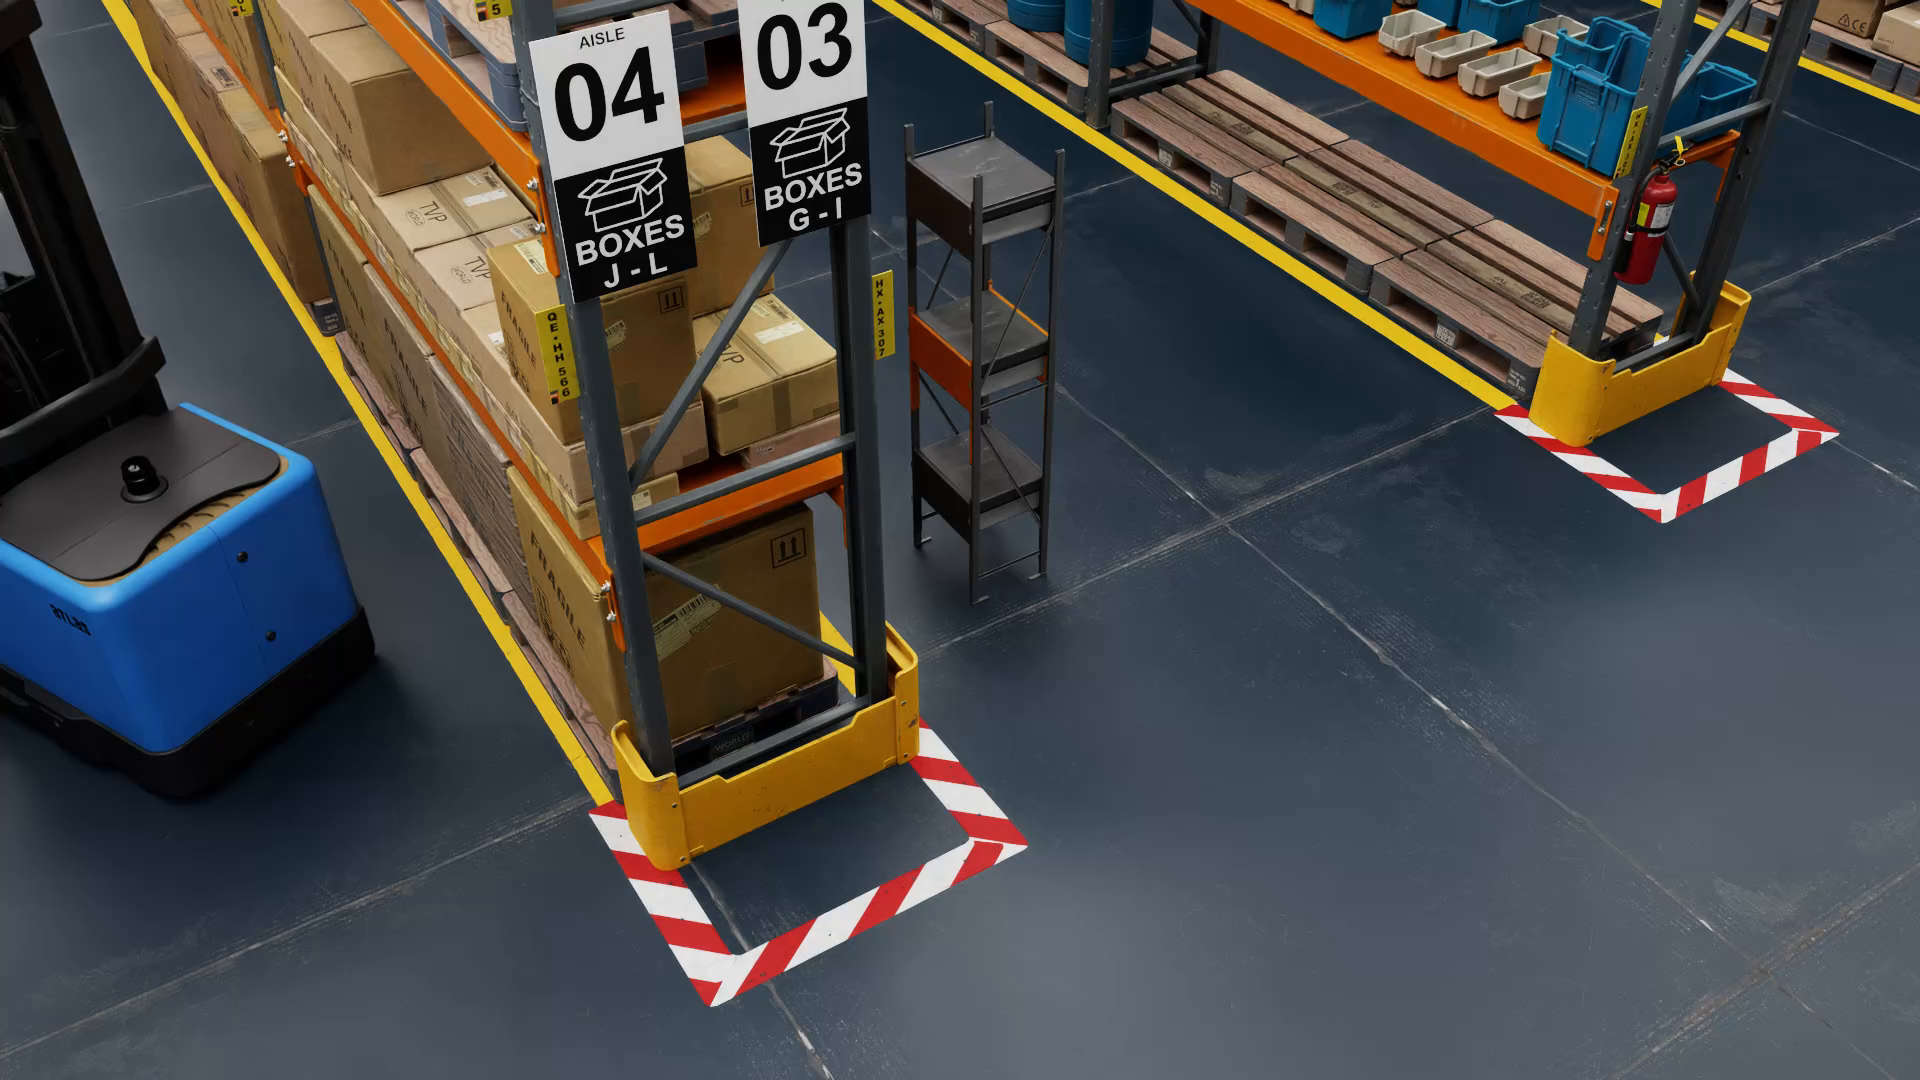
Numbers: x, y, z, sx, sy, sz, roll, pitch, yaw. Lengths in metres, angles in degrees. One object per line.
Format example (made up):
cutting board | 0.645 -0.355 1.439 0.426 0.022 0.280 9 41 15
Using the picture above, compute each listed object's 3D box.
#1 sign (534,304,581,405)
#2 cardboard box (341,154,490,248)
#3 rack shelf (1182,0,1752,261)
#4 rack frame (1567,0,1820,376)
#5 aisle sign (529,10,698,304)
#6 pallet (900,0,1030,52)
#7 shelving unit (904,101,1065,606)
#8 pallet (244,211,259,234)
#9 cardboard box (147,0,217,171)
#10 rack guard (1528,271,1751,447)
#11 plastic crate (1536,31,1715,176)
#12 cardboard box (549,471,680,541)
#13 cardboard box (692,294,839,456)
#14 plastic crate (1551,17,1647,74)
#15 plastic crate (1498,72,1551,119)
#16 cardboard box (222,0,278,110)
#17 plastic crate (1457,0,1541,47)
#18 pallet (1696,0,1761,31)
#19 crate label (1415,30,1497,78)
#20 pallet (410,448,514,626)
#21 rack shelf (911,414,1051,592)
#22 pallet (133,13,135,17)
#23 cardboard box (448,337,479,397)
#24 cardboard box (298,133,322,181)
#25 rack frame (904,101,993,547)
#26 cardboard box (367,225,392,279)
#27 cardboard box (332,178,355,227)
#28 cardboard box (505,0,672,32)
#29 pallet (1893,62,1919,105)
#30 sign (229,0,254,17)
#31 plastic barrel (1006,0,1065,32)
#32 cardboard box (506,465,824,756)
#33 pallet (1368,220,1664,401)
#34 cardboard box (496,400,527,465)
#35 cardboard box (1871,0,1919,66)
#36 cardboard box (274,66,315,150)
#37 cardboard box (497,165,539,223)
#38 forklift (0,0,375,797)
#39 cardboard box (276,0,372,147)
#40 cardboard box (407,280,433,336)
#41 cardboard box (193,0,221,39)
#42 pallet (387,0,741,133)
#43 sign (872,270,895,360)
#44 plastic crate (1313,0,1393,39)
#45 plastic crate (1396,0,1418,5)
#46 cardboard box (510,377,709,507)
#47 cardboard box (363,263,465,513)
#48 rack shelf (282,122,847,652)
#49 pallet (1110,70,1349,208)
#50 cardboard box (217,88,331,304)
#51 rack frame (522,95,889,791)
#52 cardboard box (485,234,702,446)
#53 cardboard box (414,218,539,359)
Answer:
sign | -1.201 -0.553 4.982 0.100 0.325 0.005 -22 45 -24
cardboard box | -2.309 -1.521 7.117 0.500 0.250 0.500 -21 44 -23
rack shelf | 2.364 -2.705 9.215 1.077 0.370 4.000 -22 45 -24
rack frame | 3.440 -1.902 7.689 1.000 3.000 0.127 -22 45 -24
aisle sign | -0.950 -1.054 4.640 0.394 0.787 0.004 -22 45 -24
pallet | 0.249 -4.079 12.481 1.003 0.211 1.213 -22 45 -24
shelving unit | 0.089 -0.717 6.971 0.431 2.100 0.503 -22 45 -24
pallet | -4.025 -2.334 10.386 1.003 0.211 1.213 -22 45 -24
cardboard box | -4.211 -2.997 10.335 1.225 0.875 0.875 -22 45 -24
rack guard | 3.464 -0.933 8.479 1.175 0.500 0.348 -22 45 -24
plastic crate | 3.102 -2.055 7.798 0.616 0.435 0.499 -22 45 -24
cardboard box | -1.205 -0.179 5.818 0.380 0.149 0.250 -21 44 -24
cardboard box | -0.767 -0.606 6.018 0.500 0.250 0.500 -23 45 -25
plastic crate | 3.231 -2.462 8.446 0.416 0.233 0.300 -22 45 -24
plastic crate | 2.849 -2.201 8.208 0.396 0.136 0.243 -22 45 -24
cardboard box | -3.369 -2.553 8.392 0.500 0.500 0.500 -22 45 -24
plastic crate | 2.877 -2.818 8.872 0.416 0.233 0.300 -22 45 -24
pallet | 5.836 -4.321 12.771 1.003 0.211 1.213 -22 45 -24
crate label | 2.535 -2.505 8.572 0.396 0.136 0.243 -22 45 -24
pallet | -1.884 -0.188 7.811 1.003 0.211 1.213 -22 45 -24
rack shelf | 0.089 -0.169 7.427 0.431 0.518 0.480 -22 45 -24
pallet | -5.457 -3.866 12.224 1.003 0.211 1.213 -22 45 -24
cardboard box | -1.756 -0.730 6.479 0.380 0.149 0.250 -23 45 -25
cardboard box | -2.867 -1.843 7.815 0.380 0.149 0.250 -24 45 -26
rack frame | -0.042 -0.849 7.129 0.400 2.100 0.015 -22 45 -24
cardboard box | -2.311 -1.286 7.146 0.380 0.149 0.250 -22 44 -24
cardboard box | -2.582 -1.560 7.475 0.380 0.149 0.250 -23 45 -26
cardboard box | -1.061 -1.850 4.799 0.700 0.500 0.500 -25 46 -27
pallet | 7.148 -3.004 11.191 1.003 0.211 1.213 -22 45 -24
sign | -3.339 -2.578 7.658 0.100 0.325 0.005 -22 45 -24
plastic barrel | 0.630 -4.098 11.635 0.600 0.901 0.708 -22 45 -24
cardboard box | -1.148 0.140 6.570 0.875 0.875 0.875 -22 45 -24
pallet | 3.029 -1.289 9.132 1.003 0.211 1.213 -22 45 -24
cardboard box | -1.481 -0.456 6.150 0.380 0.149 0.250 -22 45 -24
cardboard box | 6.633 -3.449 11.350 0.500 0.250 0.500 -22 45 -24
cardboard box | -2.855 -2.069 7.774 0.500 0.250 0.500 -23 45 -25
cardboard box | -1.604 -1.436 7.015 0.500 0.250 0.500 -23 45 -25
forklift | -4.010 -0.846 6.476 3.031 2.935 1.130 22 44 24
cardboard box | -2.587 -2.086 7.209 0.500 0.500 0.500 -22 45 -24
cardboard box | -2.027 -1.004 6.808 0.380 0.149 0.250 -21 44 -24
cardboard box | -3.916 -3.102 9.051 0.500 0.500 0.500 -23 45 -25
pallet | -1.144 -1.712 5.187 1.003 0.211 1.213 -22 45 -24
sign | -0.265 -0.748 5.566 0.100 0.325 0.005 -22 45 -24
plastic crate | 2.119 -2.881 8.948 0.416 0.233 0.300 -22 45 -24
plastic crate | 2.479 -3.146 9.342 0.293 0.136 0.466 -22 45 -24
cardboard box | -1.220 -0.424 5.800 0.500 0.250 0.500 -23 45 -25
cardboard box | -2.116 -0.831 7.736 0.875 0.875 0.875 -22 45 -24
rack shelf | -1.812 -1.000 7.169 1.077 0.370 4.000 -22 45 -24
pallet | 1.717 -2.606 10.712 1.003 0.211 1.213 -22 45 -24
cardboard box | -3.248 -2.040 9.186 1.225 0.875 0.875 -22 45 -24
rack frame | -0.736 -0.197 5.643 1.000 3.000 0.127 -22 45 -24
cardboard box | -1.220 -0.714 5.563 0.500 0.500 0.500 -22 44 -24
cardboard box | -1.767 -0.972 6.459 0.500 0.250 0.500 -24 45 -26
